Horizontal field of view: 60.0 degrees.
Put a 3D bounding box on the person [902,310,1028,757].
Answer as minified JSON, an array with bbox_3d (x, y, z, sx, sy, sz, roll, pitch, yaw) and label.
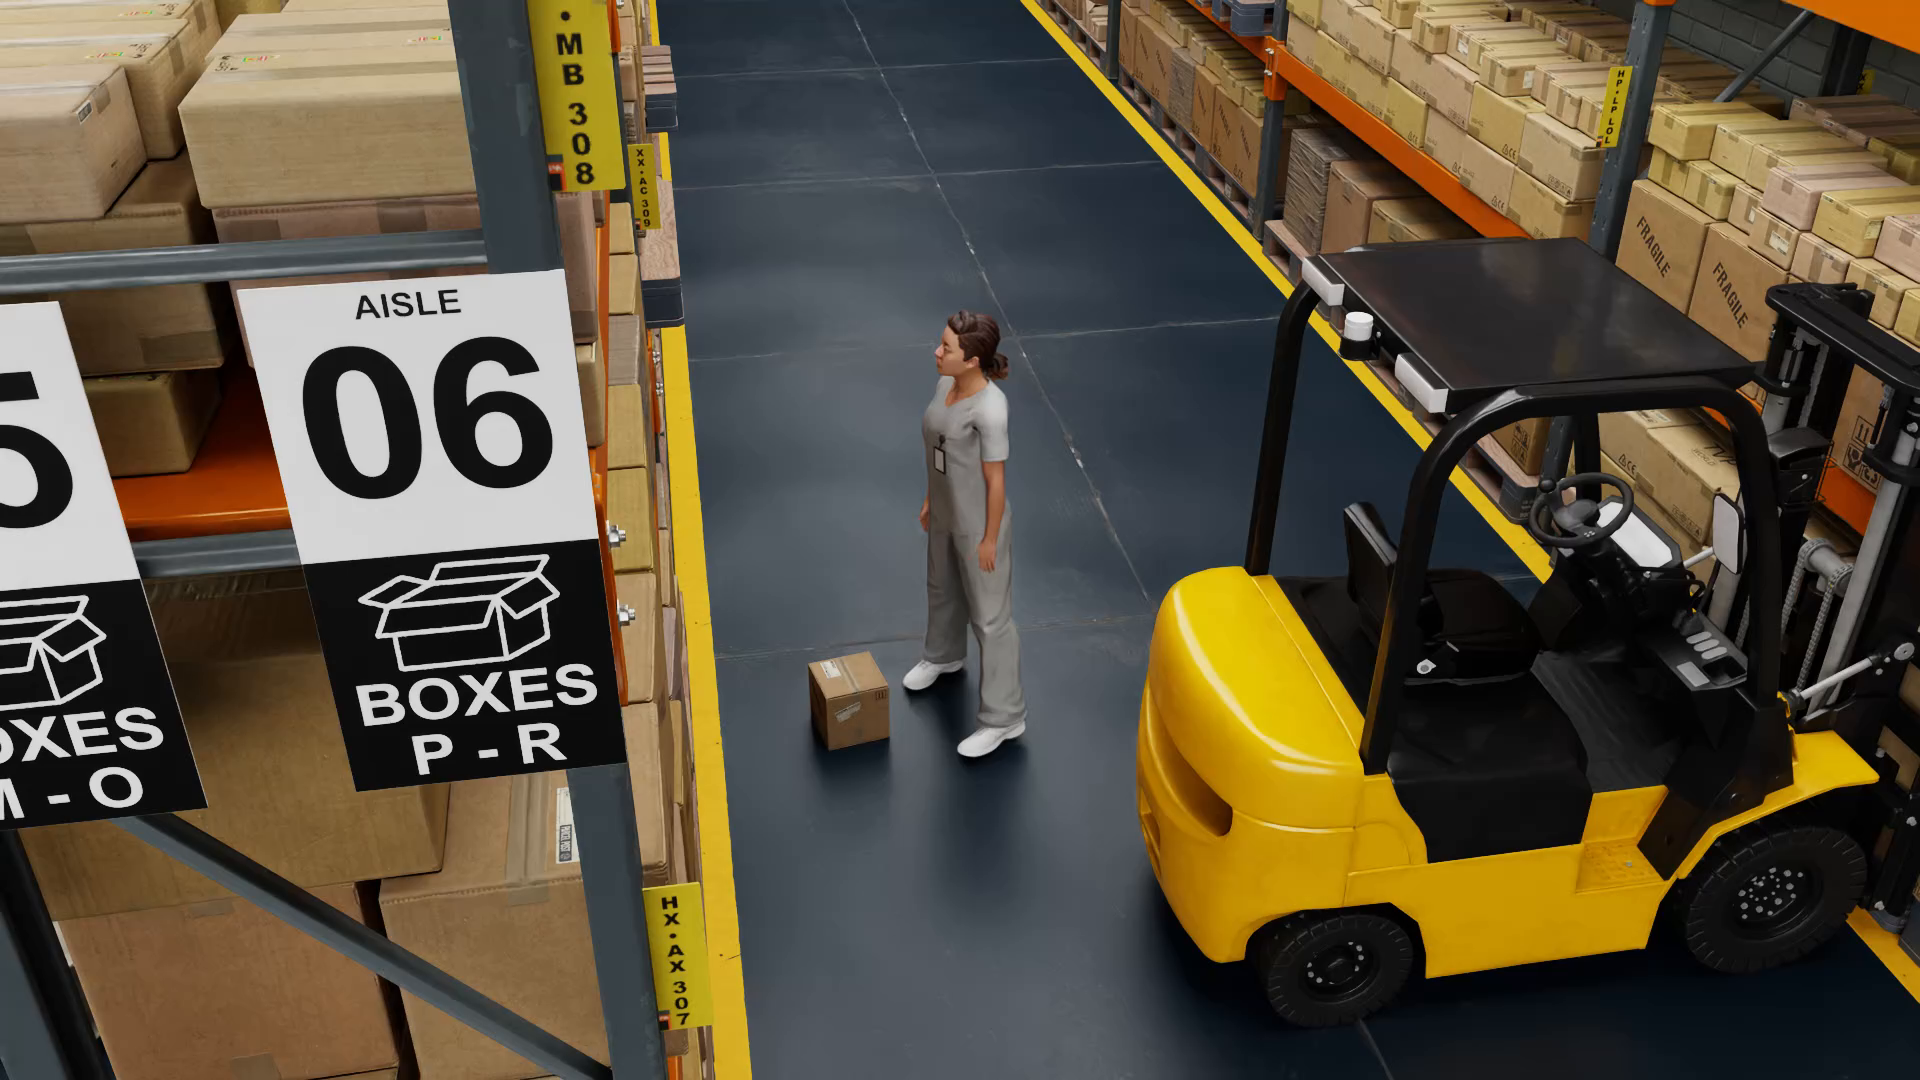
[{"bbox_3d":[0.029,-0.054,6.216,0.394,1.669,0.647,-16,34,-25],"label":"person"}]
